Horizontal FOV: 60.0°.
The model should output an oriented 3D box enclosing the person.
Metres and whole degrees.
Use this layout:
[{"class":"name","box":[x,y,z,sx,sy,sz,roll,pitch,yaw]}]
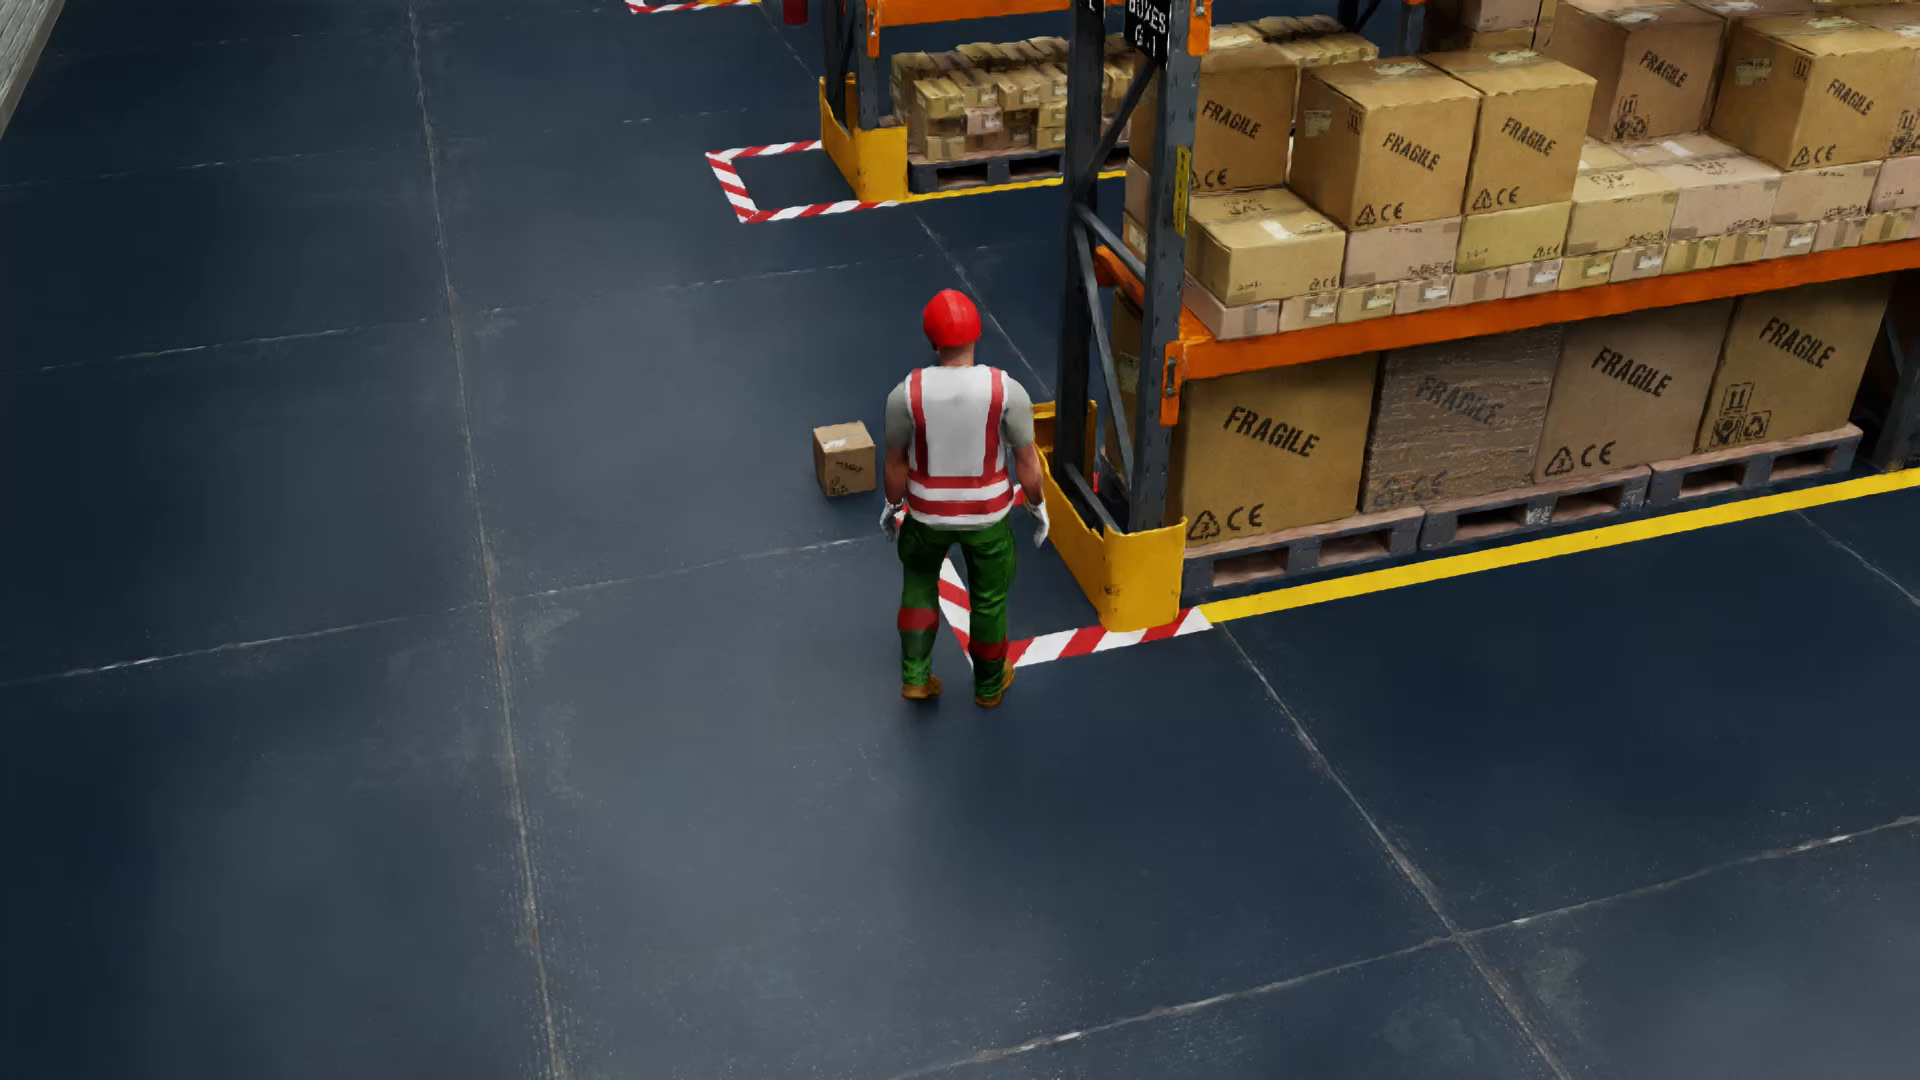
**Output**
[{"class":"person","box":[0.017,-0.114,6.281,0.646,1.792,0.422,2,34,3]}]
